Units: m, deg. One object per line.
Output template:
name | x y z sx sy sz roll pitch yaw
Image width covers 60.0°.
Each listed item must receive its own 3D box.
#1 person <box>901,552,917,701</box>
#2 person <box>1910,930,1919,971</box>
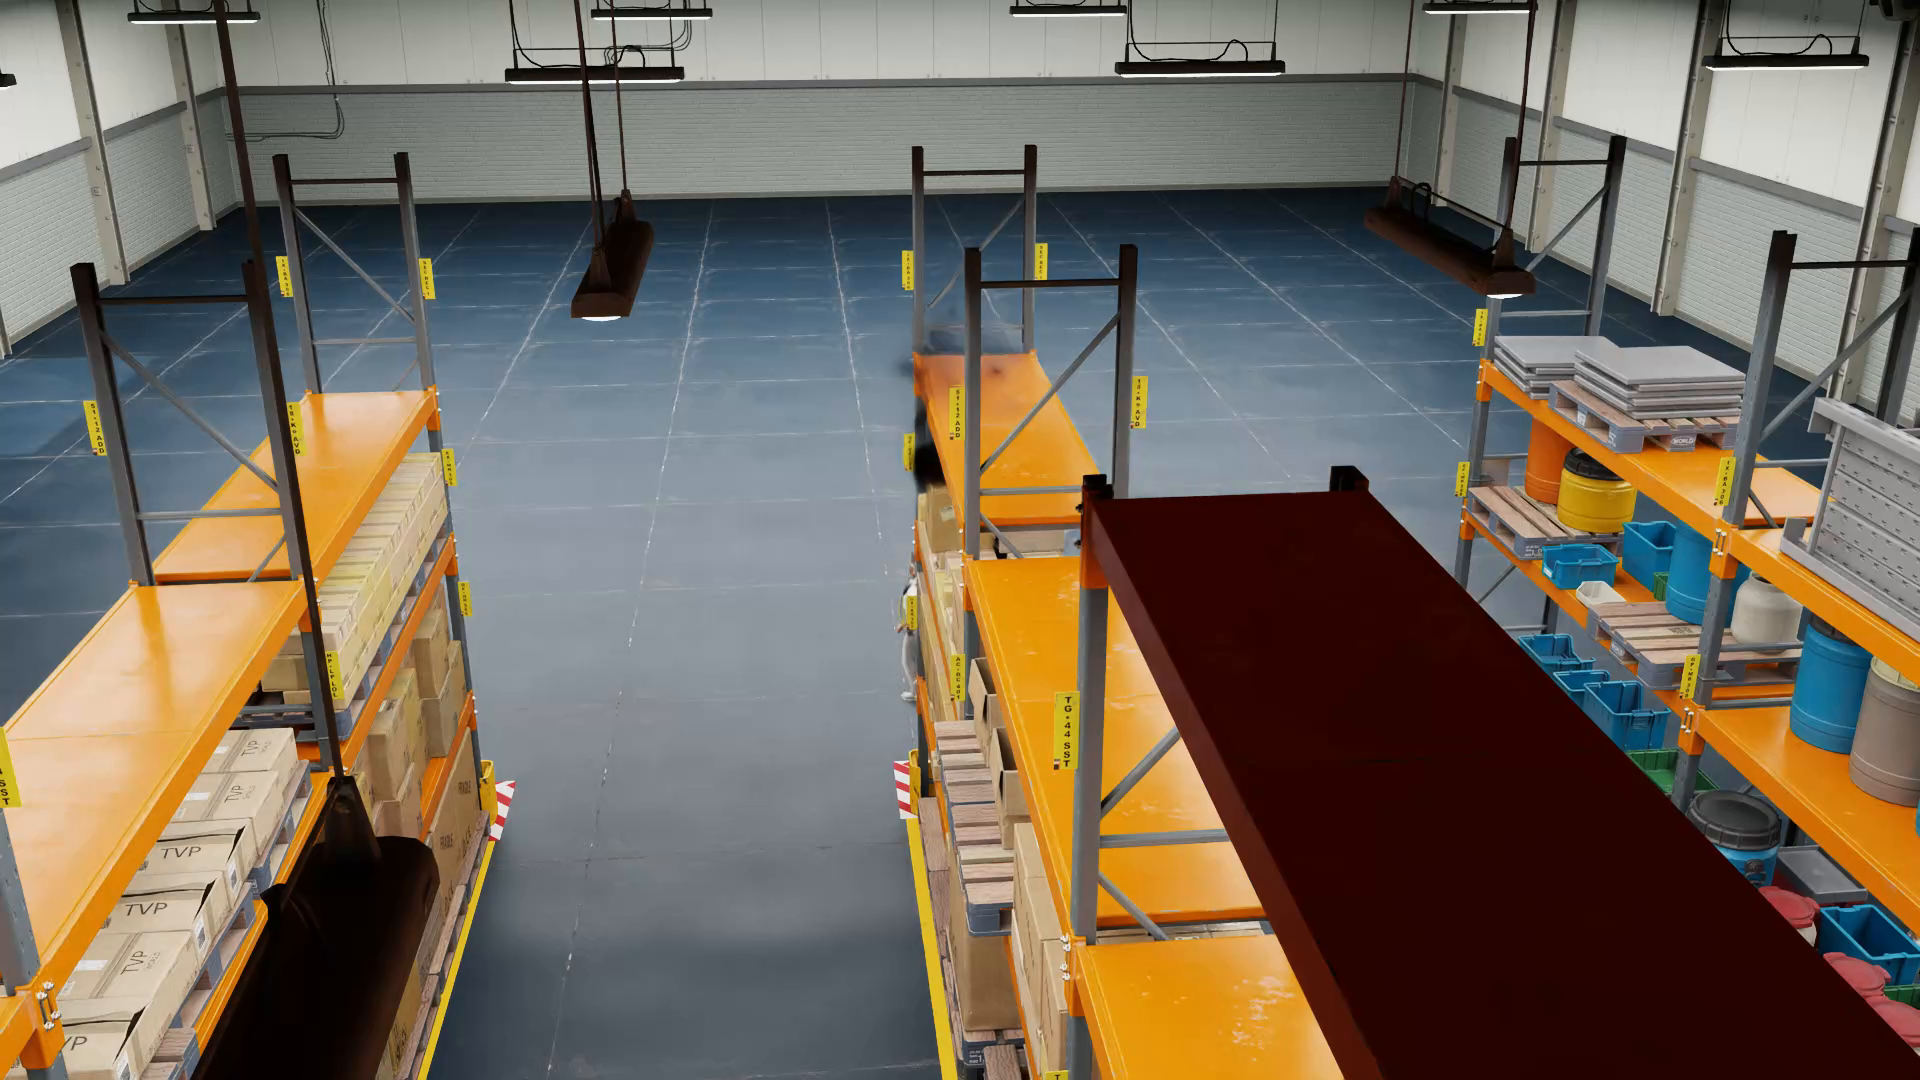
person | -0.346 0.929 17.059 0.635 1.684 0.380 14 25 31
person | 6.890 3.042 11.890 0.490 1.589 0.749 -3 22 -7
